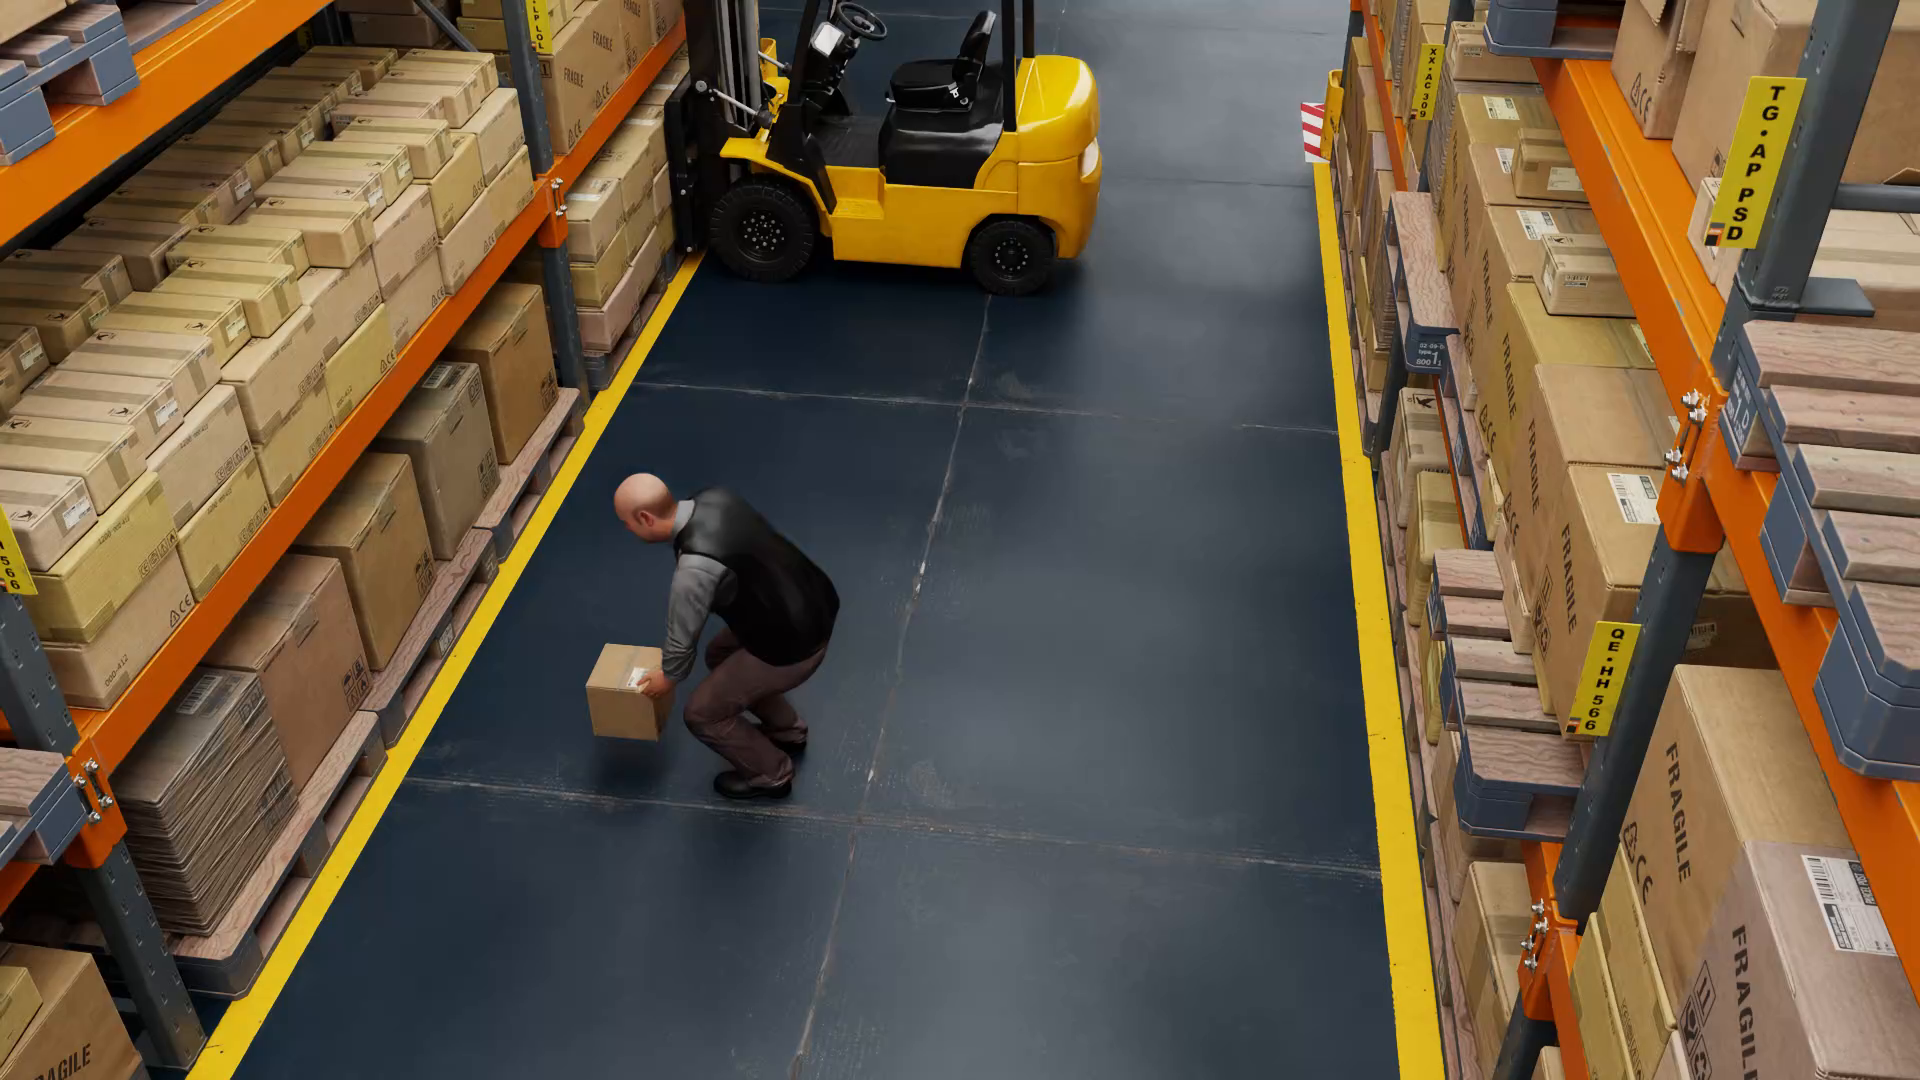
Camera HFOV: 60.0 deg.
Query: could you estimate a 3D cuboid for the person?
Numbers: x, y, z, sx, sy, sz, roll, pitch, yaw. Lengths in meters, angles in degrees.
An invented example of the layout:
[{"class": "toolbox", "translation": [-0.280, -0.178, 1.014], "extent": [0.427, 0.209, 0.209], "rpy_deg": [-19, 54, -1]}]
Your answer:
[{"class": "person", "translation": [-0.817, 0.348, 6.011], "extent": [0.740, 1.348, 0.591], "rpy_deg": [4, 36, 6]}]
